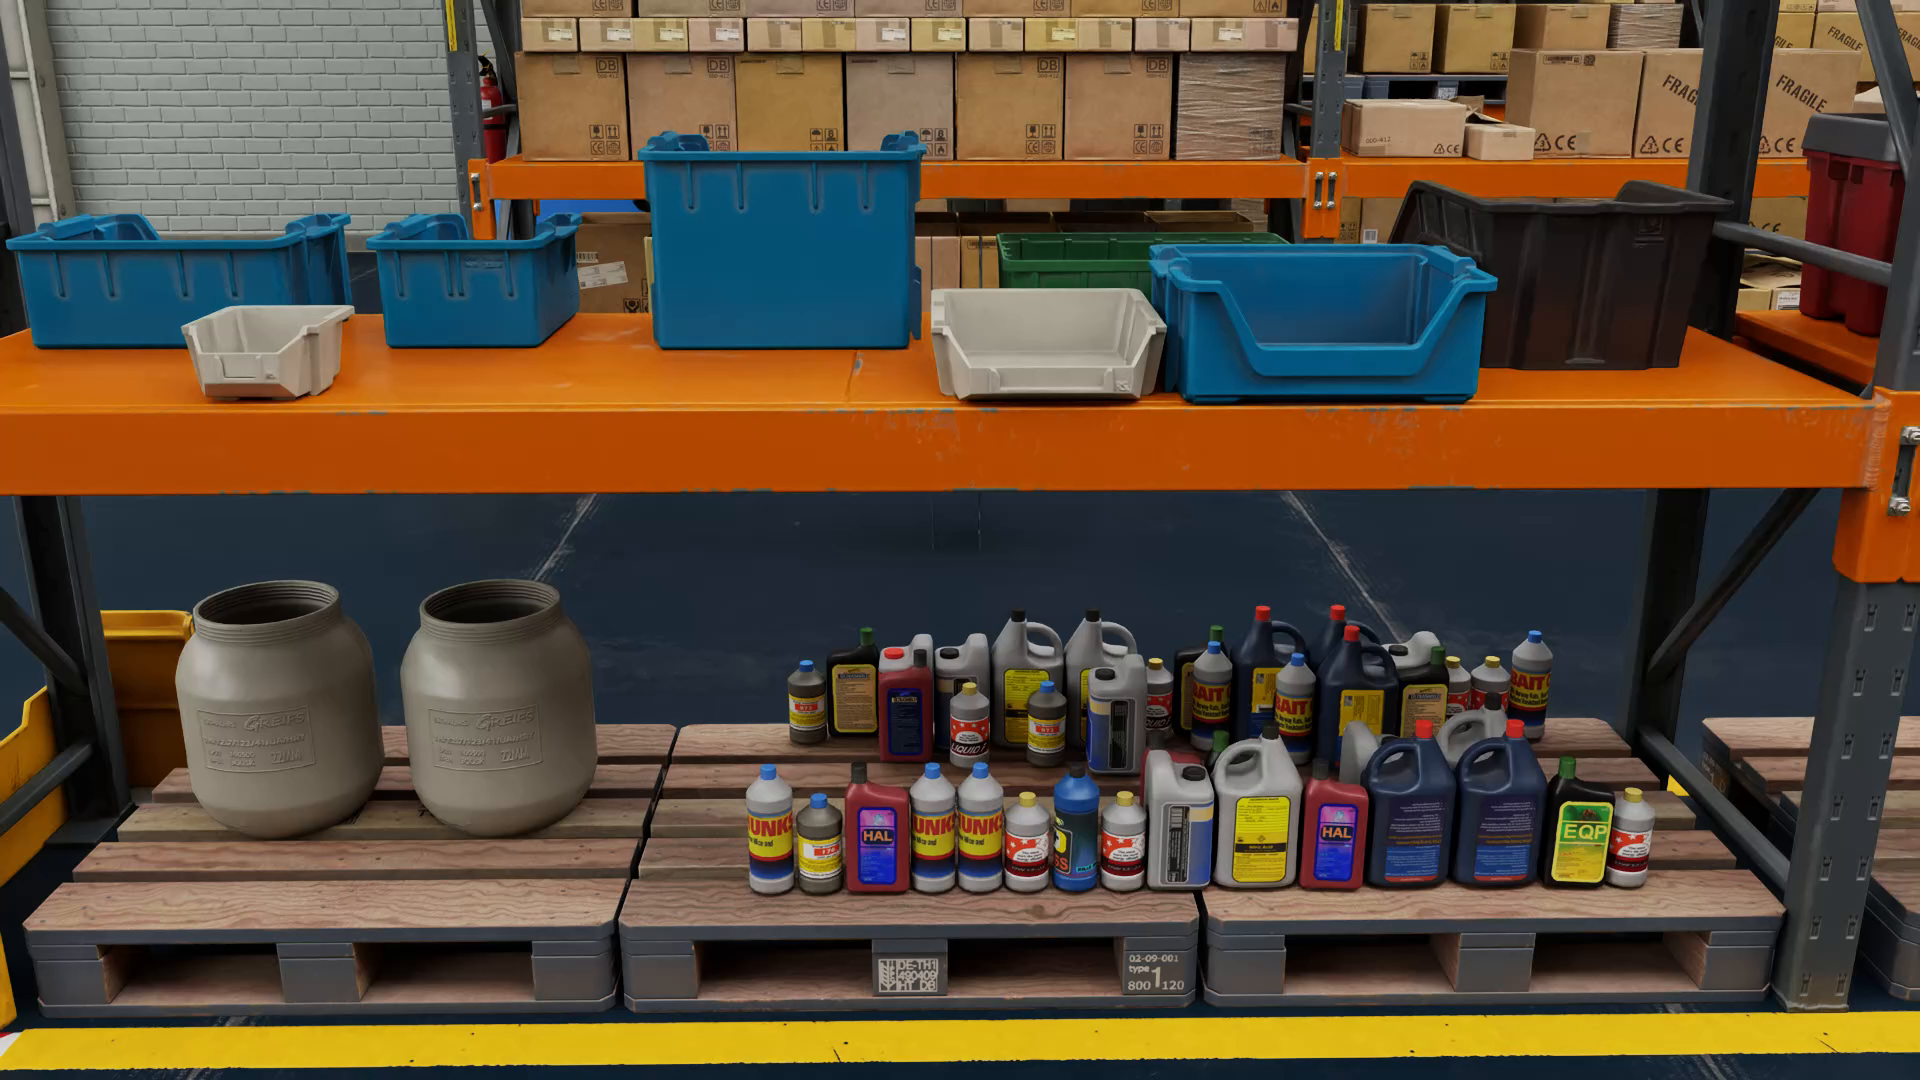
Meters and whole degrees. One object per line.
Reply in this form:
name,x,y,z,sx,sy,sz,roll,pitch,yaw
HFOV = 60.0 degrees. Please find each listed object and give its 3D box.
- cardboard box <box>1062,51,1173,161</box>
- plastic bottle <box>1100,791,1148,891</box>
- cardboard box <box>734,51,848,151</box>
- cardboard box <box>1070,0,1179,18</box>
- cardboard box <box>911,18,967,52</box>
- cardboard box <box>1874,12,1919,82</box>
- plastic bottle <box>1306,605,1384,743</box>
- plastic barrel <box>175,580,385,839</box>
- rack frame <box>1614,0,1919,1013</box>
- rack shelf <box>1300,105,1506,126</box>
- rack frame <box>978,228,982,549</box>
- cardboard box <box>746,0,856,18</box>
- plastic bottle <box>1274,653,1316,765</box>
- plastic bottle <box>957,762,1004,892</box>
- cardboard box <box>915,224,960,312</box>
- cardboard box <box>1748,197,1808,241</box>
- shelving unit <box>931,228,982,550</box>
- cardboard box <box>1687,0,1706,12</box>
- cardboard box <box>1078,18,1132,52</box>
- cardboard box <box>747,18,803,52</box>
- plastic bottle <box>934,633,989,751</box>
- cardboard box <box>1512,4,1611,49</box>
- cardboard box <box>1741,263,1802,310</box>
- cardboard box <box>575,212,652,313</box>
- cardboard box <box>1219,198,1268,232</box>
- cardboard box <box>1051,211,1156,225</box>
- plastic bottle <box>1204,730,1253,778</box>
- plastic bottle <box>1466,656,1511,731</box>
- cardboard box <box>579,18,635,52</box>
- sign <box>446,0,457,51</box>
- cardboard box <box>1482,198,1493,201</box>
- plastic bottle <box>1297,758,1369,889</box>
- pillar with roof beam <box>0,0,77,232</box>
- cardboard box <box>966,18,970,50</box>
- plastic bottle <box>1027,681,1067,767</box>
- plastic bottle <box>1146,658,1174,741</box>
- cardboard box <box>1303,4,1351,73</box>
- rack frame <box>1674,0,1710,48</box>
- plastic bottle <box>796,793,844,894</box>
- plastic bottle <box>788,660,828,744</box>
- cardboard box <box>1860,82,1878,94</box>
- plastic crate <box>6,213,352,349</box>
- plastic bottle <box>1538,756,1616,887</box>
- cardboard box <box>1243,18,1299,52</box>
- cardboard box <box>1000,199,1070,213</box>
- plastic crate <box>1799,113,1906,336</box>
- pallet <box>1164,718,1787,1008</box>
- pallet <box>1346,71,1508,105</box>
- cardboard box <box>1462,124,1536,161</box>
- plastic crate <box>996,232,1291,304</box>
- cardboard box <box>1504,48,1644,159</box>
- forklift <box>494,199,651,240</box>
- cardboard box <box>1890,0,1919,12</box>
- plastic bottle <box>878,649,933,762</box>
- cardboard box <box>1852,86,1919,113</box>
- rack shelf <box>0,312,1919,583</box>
cardboard box,0.737,-2.145,8.161,0.500,0.500,0.700,0,18,-1
plastic bottle,0.347,0.632,3.529,0.097,0.201,0.097,0,18,0
cardboard box,-0.804,-2.138,8.137,0.500,0.500,0.700,0,18,0
cardboard box,0.759,-2.765,7.968,0.500,0.500,0.700,0,18,-1
cardboard box,-0.096,-2.388,7.856,0.250,0.149,0.380,0,18,1
cardboard box,7.135,-3.763,12.685,0.500,0.500,0.500,0,18,-1
plastic bottle,0.968,0.335,4.208,0.185,0.351,0.144,0,18,1
plastic barrel,-1.561,0.384,3.826,0.421,0.512,0.421,0,18,0
rack frame,1.782,-0.594,3.487,0.127,3.000,1.000,0,18,-1
rack shelf,3.625,-3.286,13.060,4.000,0.370,1.077,0,18,-1
rack frame,0.077,-0.572,6.365,0.006,1.200,0.240,0,18,-1
cardboard box,-0.742,-2.758,7.947,0.500,0.500,0.700,0,18,-1
plastic bottle,0.825,0.411,4.103,0.097,0.271,0.097,0,18,0
plastic bottle,0.043,0.600,3.514,0.097,0.271,0.097,0,18,0
cardboard box,-0.253,-1.276,8.201,0.500,0.500,0.500,0,18,-1
cardboard box,6.362,-2.778,13.130,0.750,0.750,0.750,-1,18,-2
shelving unit,-0.014,-0.571,6.364,0.189,1.200,0.258,0,18,-1
cardboard box,6.074,-4.276,13.055,0.500,0.250,0.500,0,18,1
cardboard box,0.667,-2.392,7.868,0.250,0.149,0.380,0,18,-1
cardboard box,-0.864,-2.385,7.847,0.250,0.149,0.380,-1,18,-3
plastic bottle,0.003,0.377,4.201,0.135,0.276,0.152,-1,18,-2
cardboard box,4.597,-3.879,12.847,0.500,0.500,0.700,-2,18,-6
cardboard box,4.163,-1.200,8.272,0.500,0.311,0.500,0,18,-1
cardboard box,-1.761,-1.428,8.676,0.500,0.500,0.500,0,18,-1
cardboard box,2.361,-2.647,13.261,0.500,0.500,0.700,0,18,1
cardboard box,0.739,-1.443,8.721,0.500,0.500,0.500,0,18,-1
plastic bottle,0.600,0.553,3.640,0.133,0.283,0.061,0,18,-1
plastic bottle,1.355,0.398,4.259,0.097,0.201,0.097,0,18,0
cardboard box,-1.632,-2.382,7.836,0.250,0.149,0.380,-1,18,-2
sign,-2.289,-2.368,7.470,0.005,0.325,0.100,0,18,-1
cardboard box,3.893,-2.660,13.302,0.500,0.500,0.700,0,18,-1
plastic bottle,0.788,0.596,3.506,0.133,0.283,0.061,1,18,3
pillar with roof beam,-7.619,-5.381,8.588,0.400,9.000,9.100,0,18,-1
cardboard box,0.147,-2.513,8.246,0.250,0.149,0.380,-1,18,-2
plastic bottle,0.214,0.447,4.104,0.097,0.201,0.097,0,18,0
plastic bottle,0.496,0.402,4.246,0.097,0.201,0.097,0,18,0
cardboard box,2.694,-3.869,12.814,0.500,0.500,0.700,2,18,5
rack frame,5.625,-3.639,12.980,0.127,3.000,1.000,0,18,-1
plastic bottle,-0.296,0.635,3.519,0.097,0.201,0.097,0,18,0
plastic bottle,-0.388,0.406,4.232,0.097,0.201,0.097,0,18,0
cardboard box,6.986,-3.476,12.852,0.250,0.149,0.380,0,18,0
plastic crate,-1.722,-0.597,3.742,0.616,0.251,0.499,0,18,-1
plastic bottle,1.306,0.593,3.514,0.133,0.283,0.061,1,18,2
cardboard box,1.439,-2.396,7.881,0.250,0.149,0.380,0,18,-1
cardboard box,0.588,-2.621,13.181,0.500,0.500,0.500,-2,18,-5
plastic crate,2.261,-0.720,3.776,0.583,0.464,0.402,0,18,-1
pallet,1.110,0.725,3.943,1.213,0.211,1.003,0,18,-1
pallet,3.646,-3.525,12.940,1.213,0.211,1.003,0,18,-1
cardboard box,2.597,-1.929,8.060,0.250,0.149,0.380,0,18,-1
plastic crate,0.420,-0.572,3.768,0.662,0.188,0.450,0,18,-1
cardboard box,3.002,-2.155,8.192,0.500,0.500,0.500,1,18,3
forklift,-1.380,-2.785,10.432,3.031,2.935,1.130,-1,18,-2
cardboard box,7.120,-4.124,12.583,0.500,0.250,0.500,0,18,0
plastic bottle,-0.134,0.407,4.096,0.133,0.283,0.061,0,18,-1
cardboard box,4.810,-2.138,8.448,0.500,0.311,0.500,0,18,-2
rack shelf,-0.218,-0.241,3.567,4.000,0.370,1.077,0,18,-1
